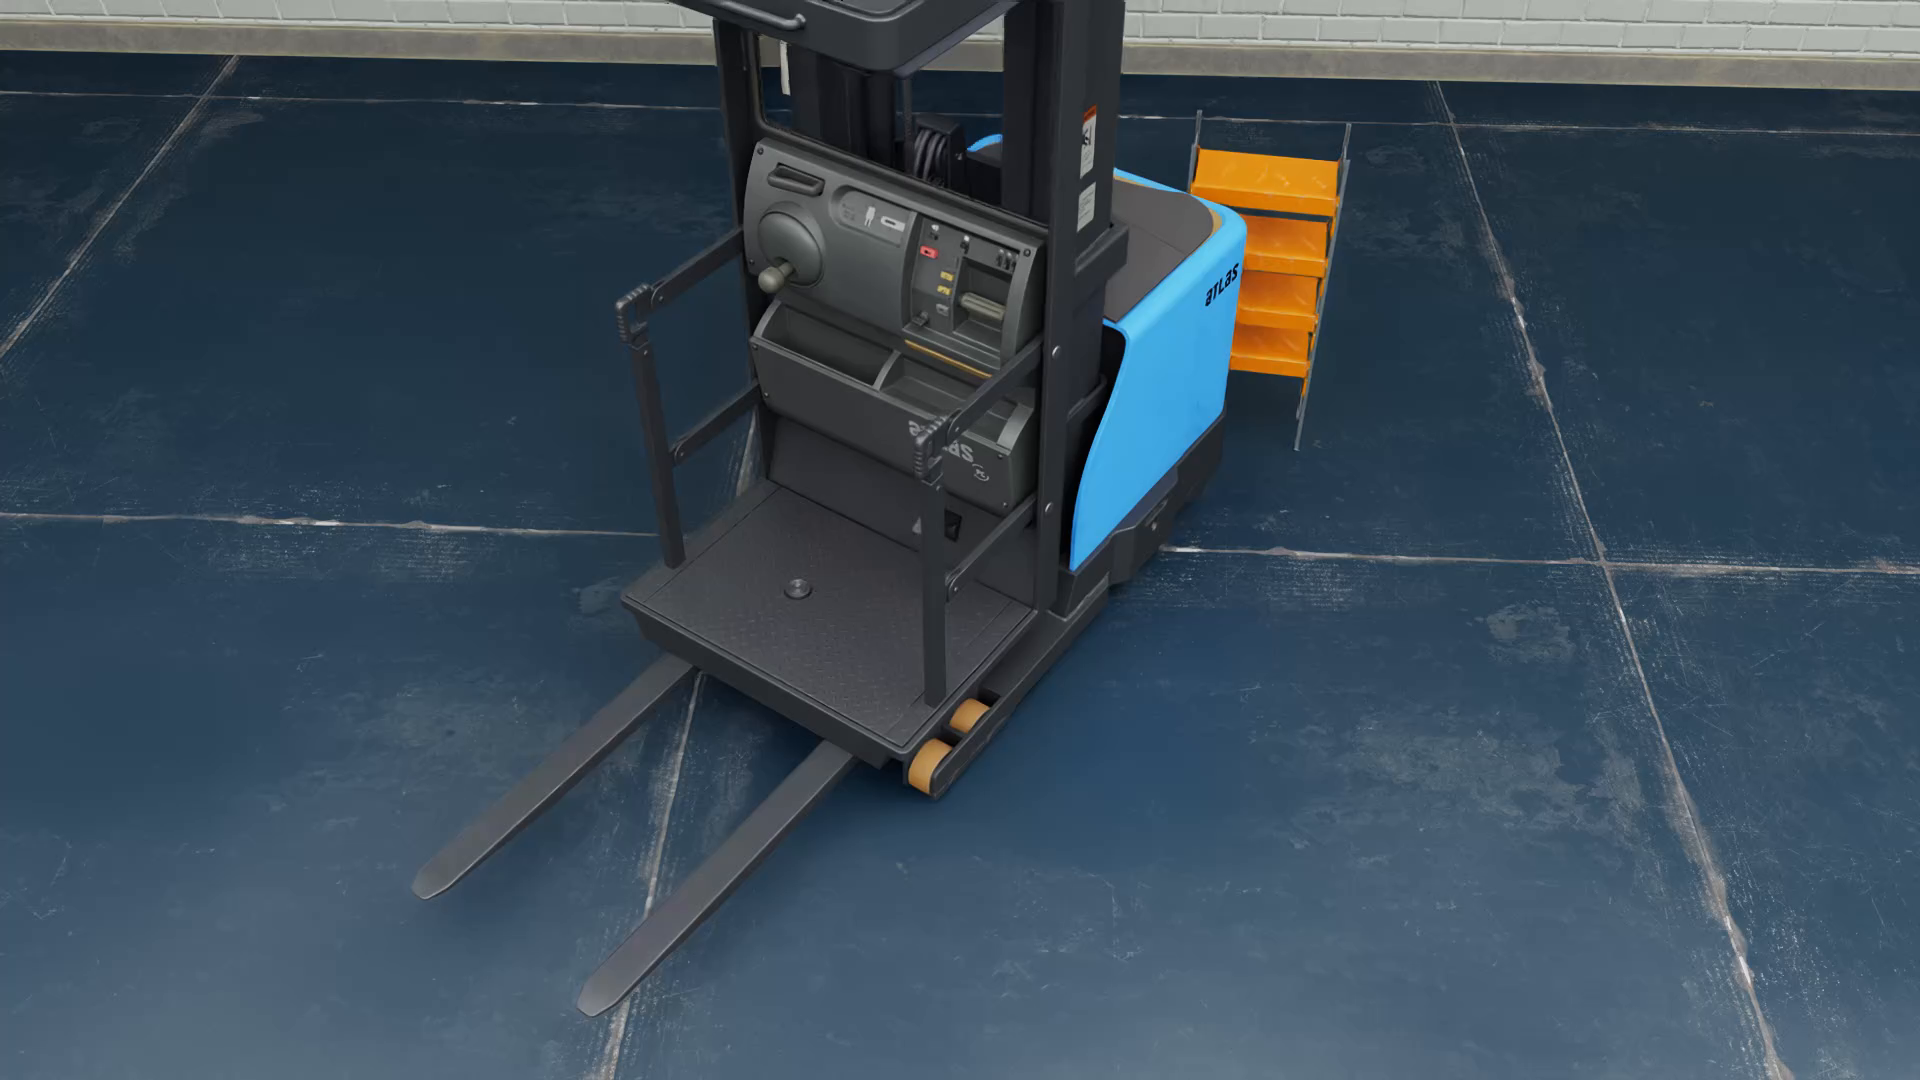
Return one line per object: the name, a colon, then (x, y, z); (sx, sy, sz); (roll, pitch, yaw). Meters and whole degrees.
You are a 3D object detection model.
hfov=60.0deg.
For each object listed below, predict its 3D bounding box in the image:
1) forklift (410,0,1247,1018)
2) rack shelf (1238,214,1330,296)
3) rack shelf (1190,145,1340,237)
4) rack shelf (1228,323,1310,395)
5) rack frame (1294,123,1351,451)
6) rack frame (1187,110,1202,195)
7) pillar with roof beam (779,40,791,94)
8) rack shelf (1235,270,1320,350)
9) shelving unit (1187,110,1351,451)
forklift: (-0.324, -0.693, 4.344); (1.130, 2.935, 3.031); (25, 49, 25)
rack shelf: (1.014, -0.993, 5.706); (0.480, 0.148, 0.258); (7, 43, 8)
rack shelf: (1.014, -1.166, 5.545); (0.480, 0.148, 0.258); (7, 43, 8)
rack shelf: (1.014, -0.684, 5.994); (0.480, 0.148, 0.258); (7, 43, 8)
rack frame: (1.254, -0.847, 5.779); (0.015, 1.200, 0.240); (7, 43, 8)
rack frame: (0.775, -0.909, 5.846); (0.015, 1.200, 0.240); (7, 43, 8)
pillar with roof beam: (-0.849, -2.631, 1.972); (0.400, 9.000, 9.100); (2, 43, 2)
rack shelf: (1.014, -0.829, 5.858); (0.480, 0.148, 0.258); (7, 43, 8)
shelving unit: (1.014, -0.878, 5.812); (0.503, 1.200, 0.258); (7, 43, 8)
